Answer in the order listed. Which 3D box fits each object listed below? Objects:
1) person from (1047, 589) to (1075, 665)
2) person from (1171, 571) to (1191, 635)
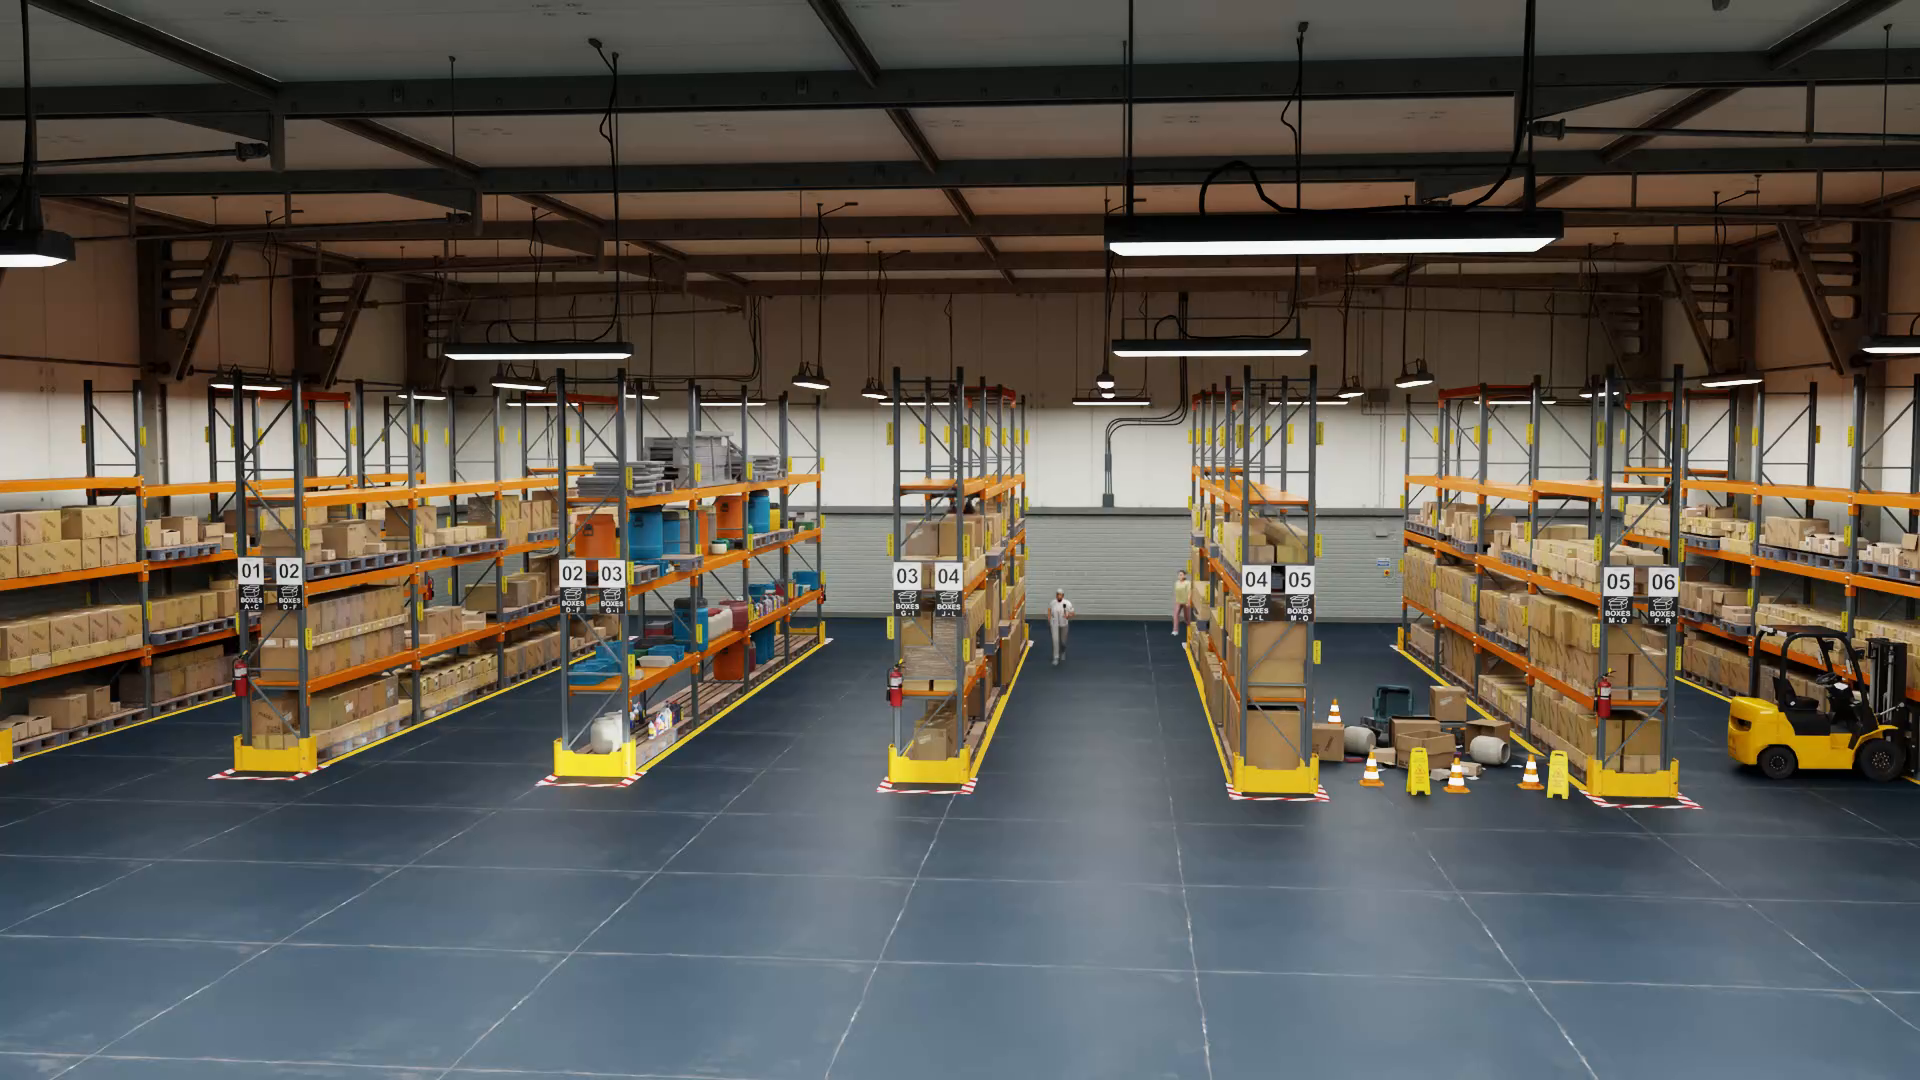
[{"bbox_3d":[2.211,1.886,36.523,0.617,1.619,1.028,0,4,5],"label":"person"},{"bbox_3d":[5.603,1.579,41.978,0.483,1.622,1.012,2,4,27],"label":"person"}]
